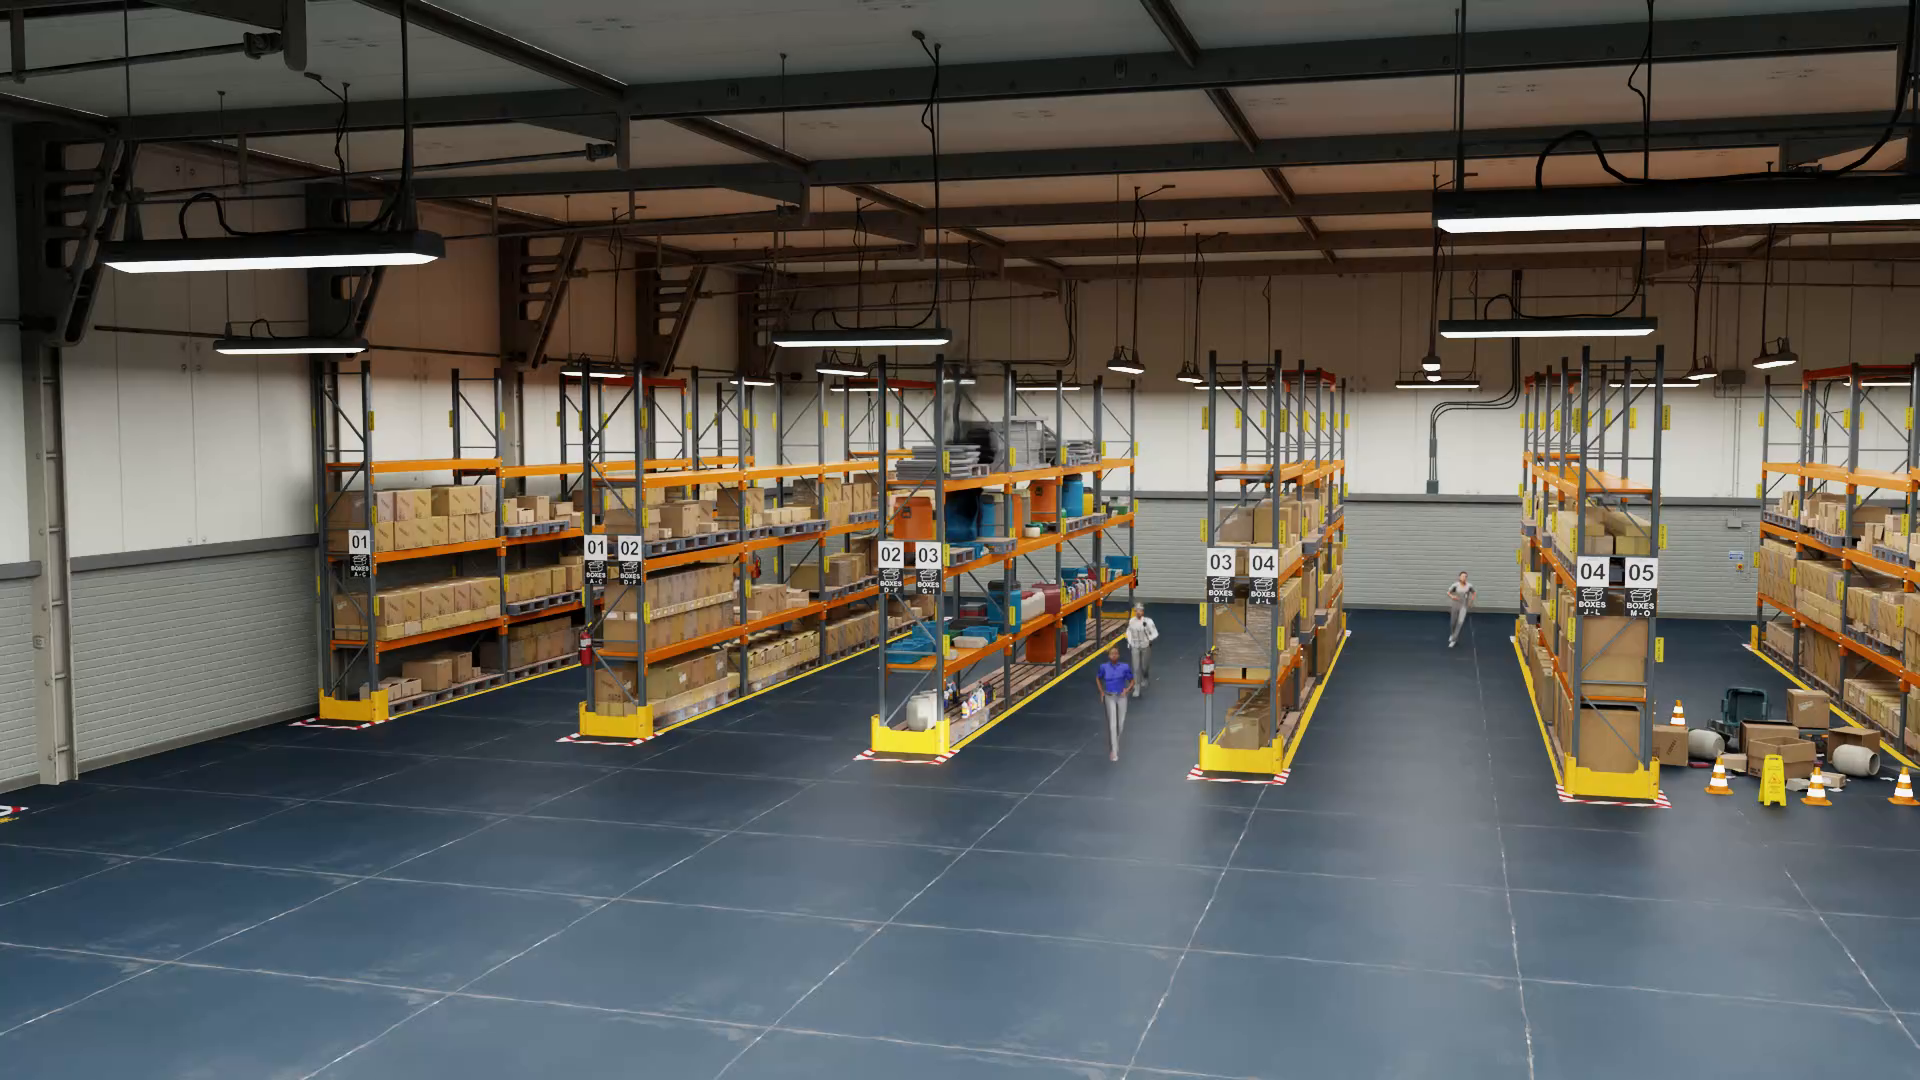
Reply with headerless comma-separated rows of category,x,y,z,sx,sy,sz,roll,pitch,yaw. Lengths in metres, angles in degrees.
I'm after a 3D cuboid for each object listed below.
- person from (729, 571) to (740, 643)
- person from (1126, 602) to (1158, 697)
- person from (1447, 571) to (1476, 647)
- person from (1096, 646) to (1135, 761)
person,-5.135,1.510,37.870,0.548,1.606,0.850,1,4,14
person,3.309,1.971,30.296,0.610,1.689,0.848,1,4,16
person,11.192,1.526,37.138,0.613,1.666,0.908,1,4,20
person,2.311,2.391,24.705,0.573,1.653,0.859,0,4,1
